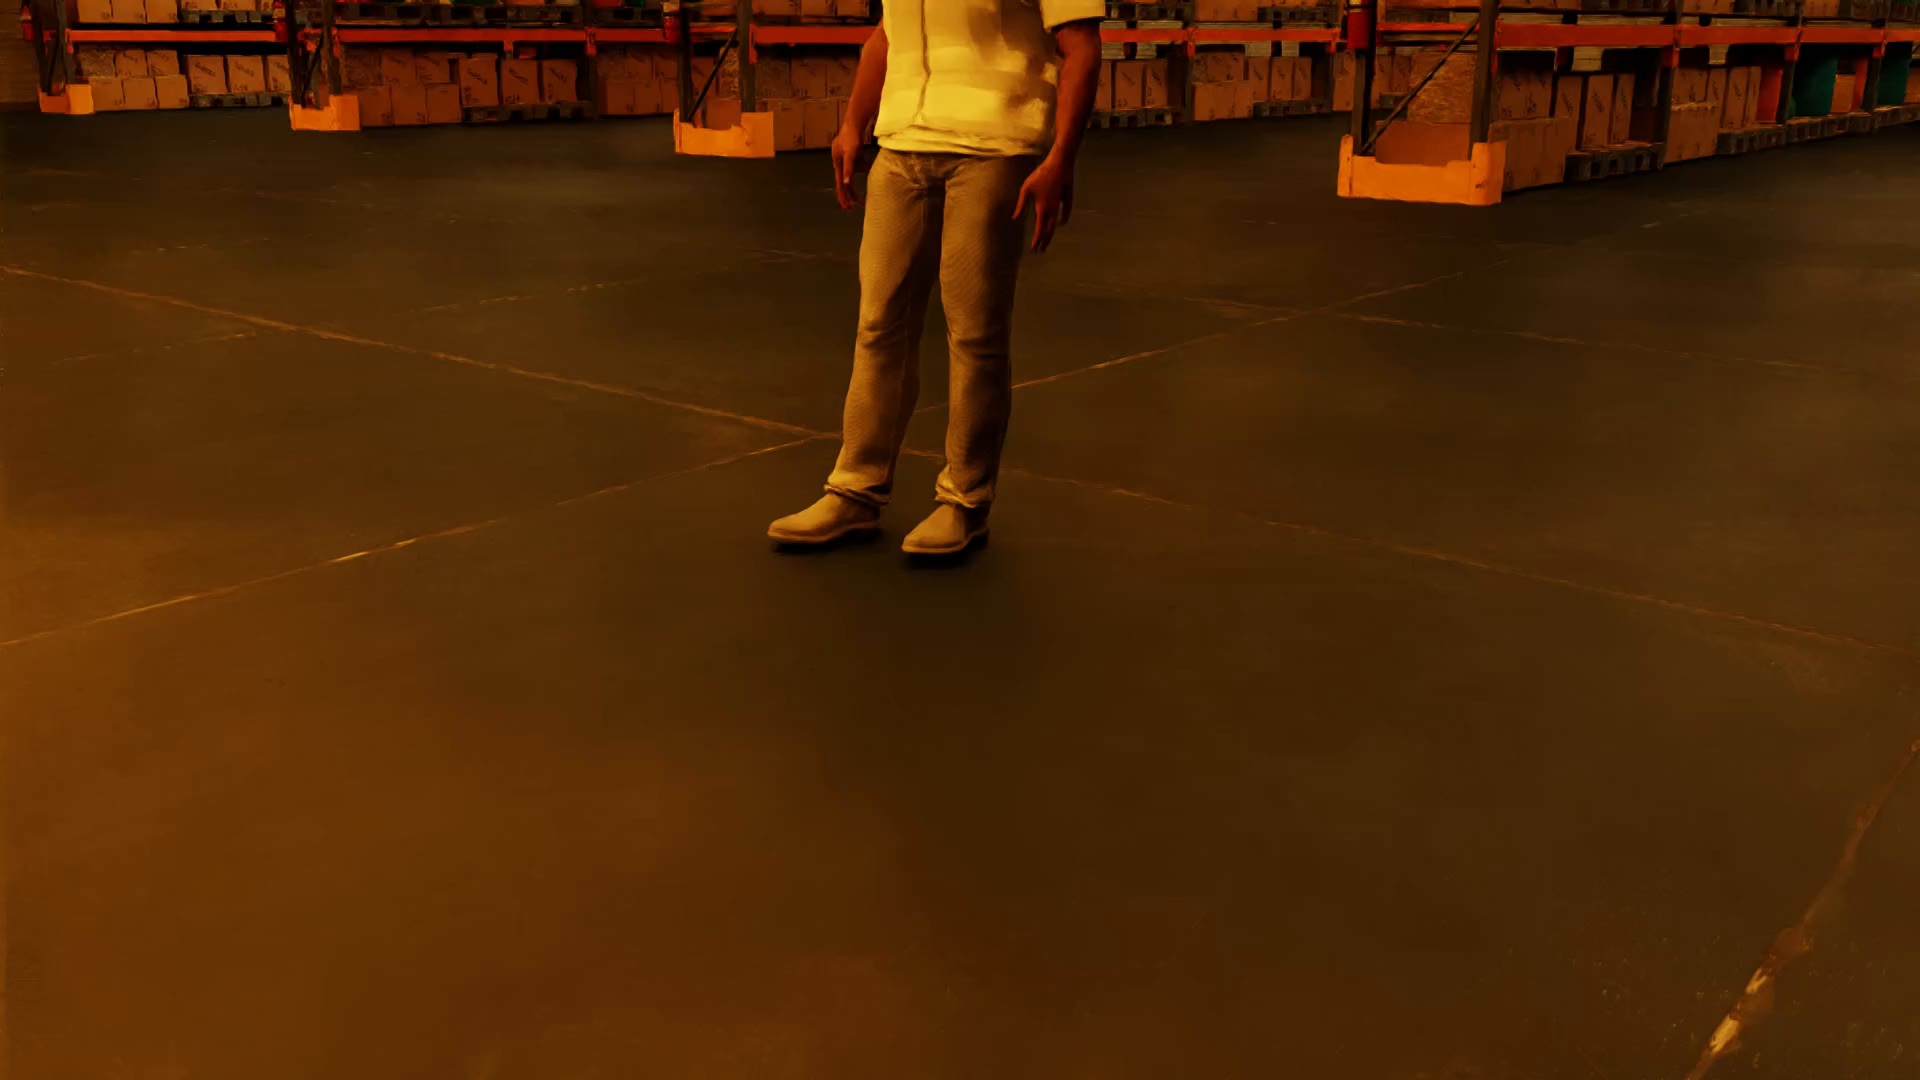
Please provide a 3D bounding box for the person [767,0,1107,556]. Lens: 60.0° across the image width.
[{"bbox_3d":[-0.048,-0.837,3.635,0.665,1.766,0.576,13,21,37],"label":"person"}]
